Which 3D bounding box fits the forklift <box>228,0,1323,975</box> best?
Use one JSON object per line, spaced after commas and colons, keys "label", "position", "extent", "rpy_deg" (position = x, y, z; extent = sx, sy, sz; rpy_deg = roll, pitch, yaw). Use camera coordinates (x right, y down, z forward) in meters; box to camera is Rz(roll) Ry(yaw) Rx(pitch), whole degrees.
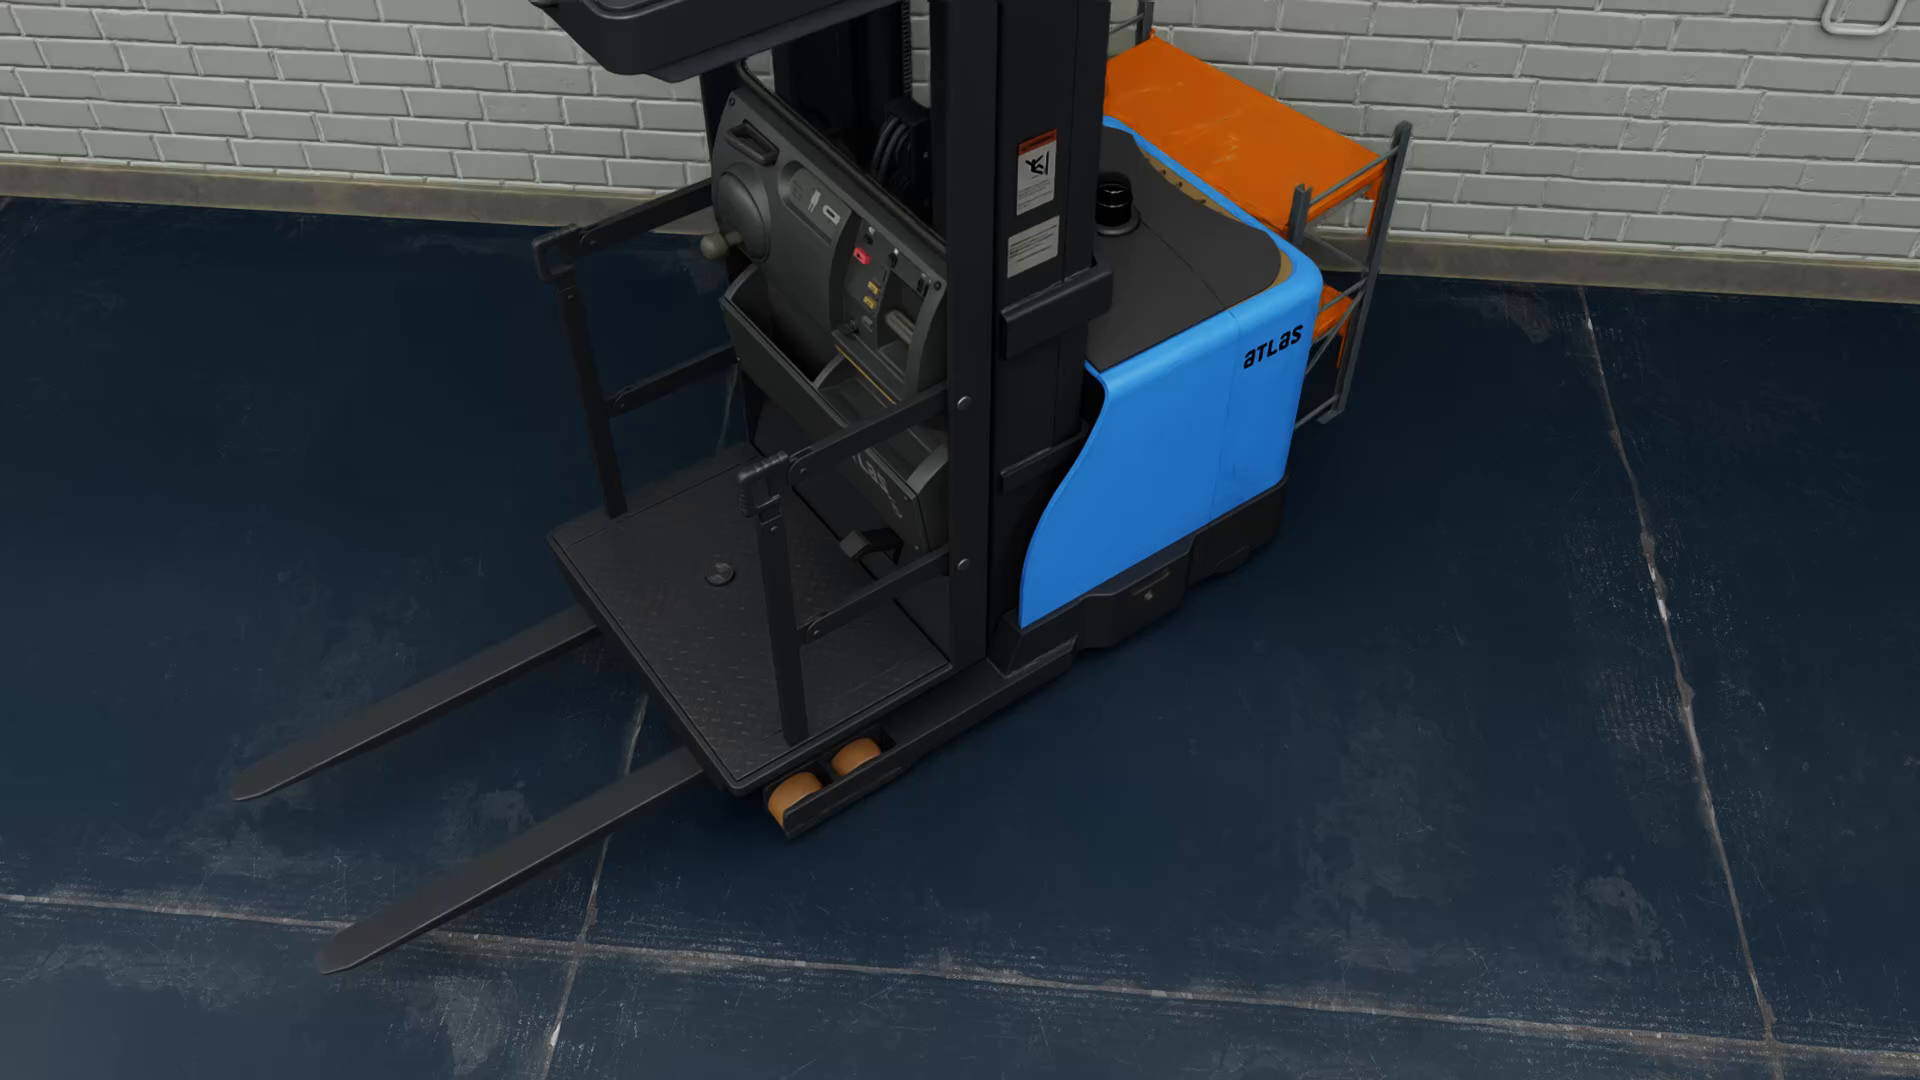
{"label": "forklift", "position": [-0.496, -0.645, 3.853], "extent": [3.031, 2.935, 1.130], "rpy_deg": [-28, 53, -23]}

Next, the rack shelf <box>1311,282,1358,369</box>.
{"label": "rack shelf", "position": [0.772, -0.819, 5.564], "extent": [0.538, 0.278, 1.000], "rpy_deg": [-34, 56, -28]}

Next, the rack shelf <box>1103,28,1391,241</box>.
{"label": "rack shelf", "position": [0.776, -1.184, 5.170], "extent": [0.538, 0.278, 1.000], "rpy_deg": [-34, 56, -28]}

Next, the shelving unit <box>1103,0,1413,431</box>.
{"label": "shelving unit", "position": [0.773, -0.985, 5.385], "extent": [0.538, 1.125, 1.048], "rpy_deg": [-34, 56, -28]}

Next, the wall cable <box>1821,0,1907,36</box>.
{"label": "wall cable", "position": [2.698, -2.249, 4.564], "extent": [0.585, 1.953, 0.123], "rpy_deg": [4, 48, 4]}

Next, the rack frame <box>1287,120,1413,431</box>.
{"label": "rack frame", "position": [1.118, -0.710, 5.133], "extent": [0.500, 1.125, 0.032], "rpy_deg": [-34, 56, -28]}

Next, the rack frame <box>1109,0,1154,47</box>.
{"label": "rack frame", "position": [0.429, -1.261, 5.637], "extent": [0.500, 1.125, 0.032], "rpy_deg": [-34, 56, -28]}
